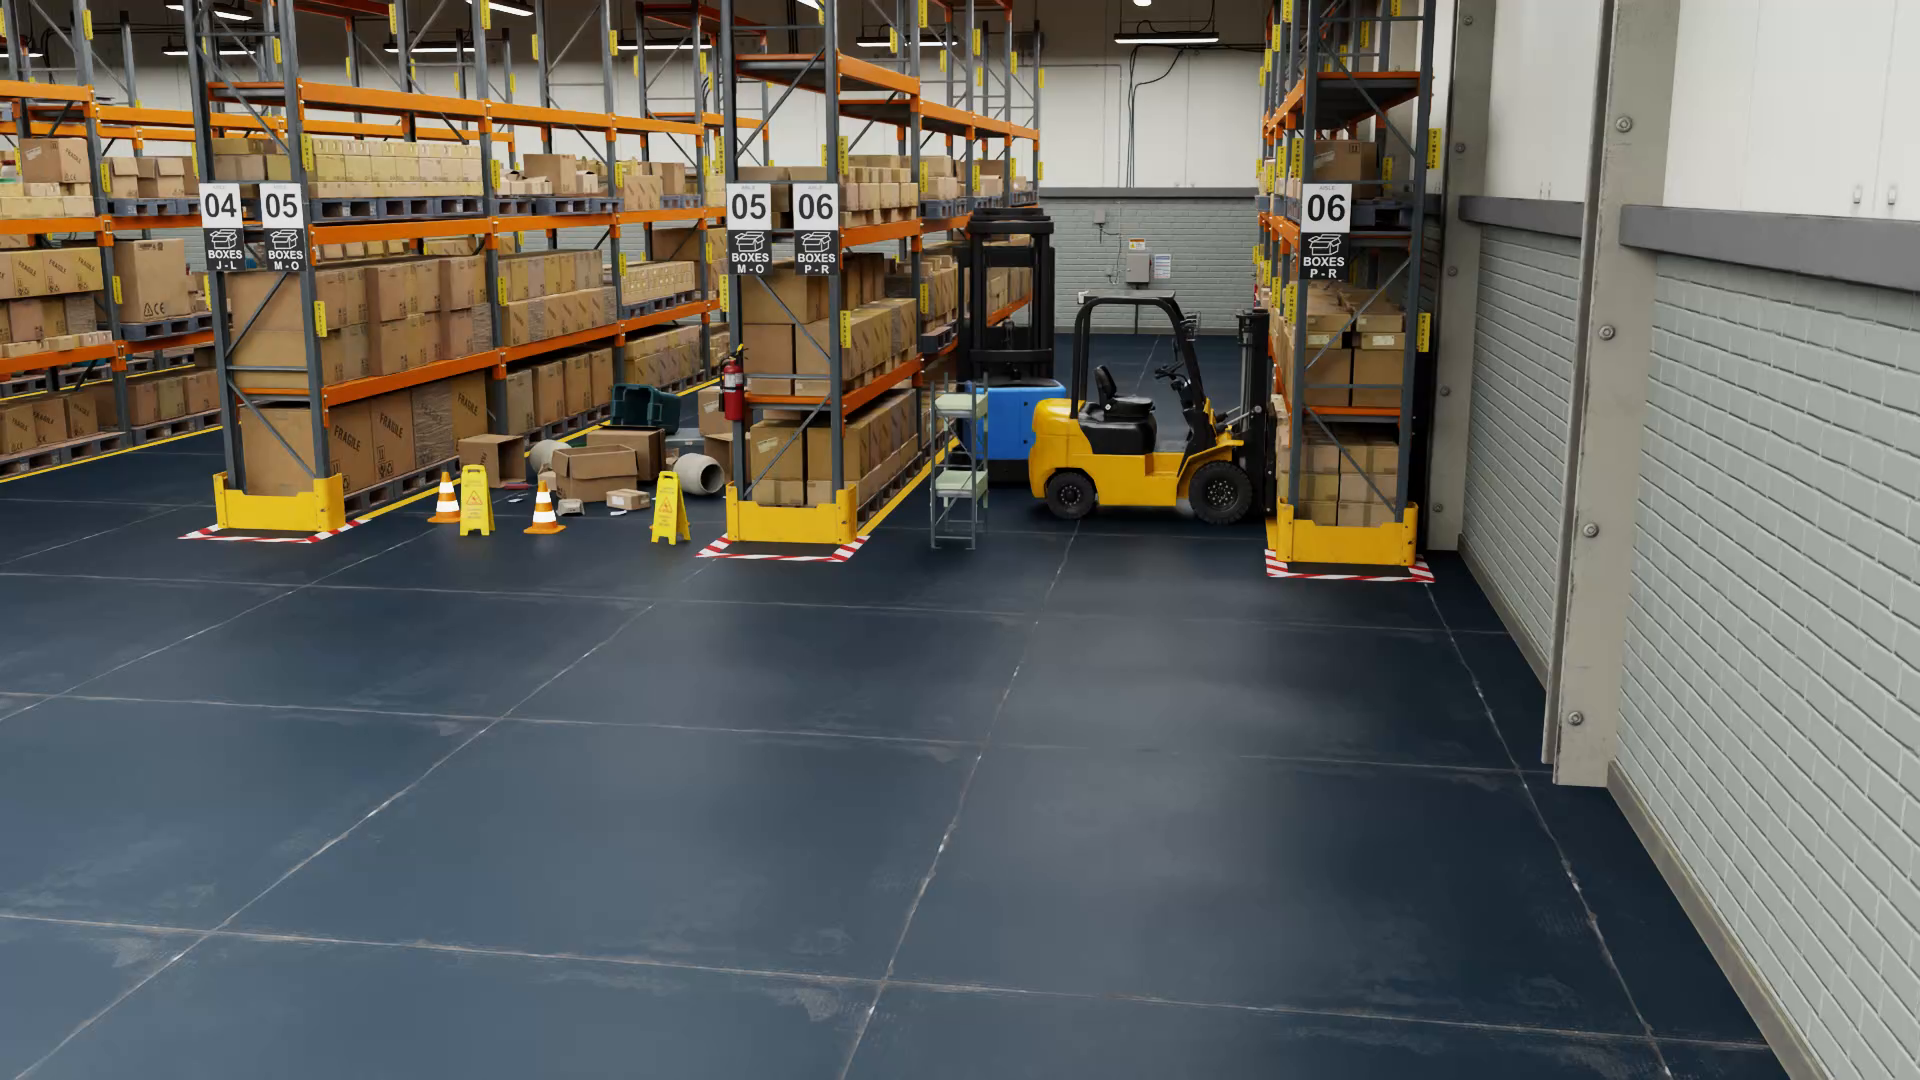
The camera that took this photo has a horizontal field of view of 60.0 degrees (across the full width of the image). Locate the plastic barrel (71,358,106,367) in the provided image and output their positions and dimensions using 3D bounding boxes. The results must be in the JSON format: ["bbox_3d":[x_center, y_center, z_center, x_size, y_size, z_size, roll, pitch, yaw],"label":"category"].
[{"bbox_3d":[-14.606,-3.363,27.717,0.600,0.901,0.708,2,12,9],"label":"plastic barrel"}]

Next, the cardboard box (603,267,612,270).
[{"bbox_3d":[-5.408,-4.028,25.006,0.380,0.149,0.250,2,12,11],"label":"cardboard box"}]

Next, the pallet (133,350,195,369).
[{"bbox_3d":[-14.321,-3.234,29.757,1.003,0.211,1.213,2,12,9],"label":"pallet"}]

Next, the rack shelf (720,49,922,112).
[{"bbox_3d":[-1.248,-4.459,16.297,1.077,0.370,4.000,2,12,9],"label":"rack shelf"}]

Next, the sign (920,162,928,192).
[{"bbox_3d":[-0.403,-3.999,18.340,0.100,0.325,0.005,2,12,9],"label":"sign"}]

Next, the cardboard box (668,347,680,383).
[{"bbox_3d":[-4.644,-2.709,25.635,0.500,0.500,0.500,2,12,7],"label":"cardboard box"}]

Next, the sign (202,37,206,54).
[{"bbox_3d":[-10.666,-6.934,23.471,0.100,0.325,0.005,2,12,9],"label":"sign"}]

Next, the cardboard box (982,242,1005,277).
[{"bbox_3d":[0.397,-4.290,25.426,0.500,0.500,0.500,2,12,10],"label":"cardboard box"}]

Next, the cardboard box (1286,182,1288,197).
[{"bbox_3d":[3.596,-3.650,17.310,0.380,0.149,0.250,2,12,10],"label":"cardboard box"}]

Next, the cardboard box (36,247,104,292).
[{"bbox_3d":[-10.530,-3.198,19.651,0.500,0.500,0.500,2,12,9],"label":"cardboard box"}]

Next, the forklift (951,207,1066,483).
[{"bbox_3d":[0.490,-2.309,19.008,1.130,2.935,3.031,-1,12,-5],"label":"forklift"}]

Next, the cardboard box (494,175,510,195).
[{"bbox_3d":[-5.508,-4.208,19.620,0.258,0.266,0.396,2,12,8],"label":"cardboard box"}]

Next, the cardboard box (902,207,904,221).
[{"bbox_3d":[-0.813,-3.514,17.914,0.380,0.149,0.250,2,12,9],"label":"cardboard box"}]

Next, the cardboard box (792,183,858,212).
[{"bbox_3d":[-1.215,-3.098,15.035,0.500,0.250,0.500,2,12,8],"label":"cardboard box"}]

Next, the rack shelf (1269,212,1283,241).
[{"bbox_3d":[4.272,-3.667,19.734,1.077,0.370,4.000,2,12,9],"label":"rack shelf"}]

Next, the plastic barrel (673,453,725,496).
[{"bbox_3d":[-2.734,-0.683,17.415,0.421,0.421,0.512,-10,16,-40],"label":"plastic barrel"}]

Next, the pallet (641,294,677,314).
[{"bbox_3d":[-4.968,-3.588,25.234,1.003,0.211,1.213,2,12,9],"label":"pallet"}]

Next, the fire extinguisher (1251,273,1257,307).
[{"bbox_3d":[5.376,-4.460,29.892,0.296,0.674,0.183,2,12,9],"label":"fire extinguisher"}]

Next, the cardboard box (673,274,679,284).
[{"bbox_3d":[-4.601,-4.076,25.937,0.380,0.149,0.250,1,12,7],"label":"cardboard box"}]

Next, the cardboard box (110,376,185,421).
[{"bbox_3d":[-10.525,-1.836,21.539,0.700,0.500,0.500,2,12,8],"label":"cardboard box"}]

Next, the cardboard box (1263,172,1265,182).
[{"bbox_3d":[4.651,-5.333,24.412,0.380,0.149,0.250,2,12,8],"label":"cardboard box"}]

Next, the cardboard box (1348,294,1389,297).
[{"bbox_3d":[4.131,-2.411,16.833,0.380,0.149,0.250,2,12,8],"label":"cardboard box"}]

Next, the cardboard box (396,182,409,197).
[{"bbox_3d":[-5.860,-3.577,16.971,0.380,0.149,0.250,2,12,9],"label":"cardboard box"}]

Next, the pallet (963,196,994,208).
[{"bbox_3d":[-0.110,-4.872,24.063,1.003,0.211,1.213,2,12,11],"label":"pallet"}]

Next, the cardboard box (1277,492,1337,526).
[{"bbox_3d":[3.110,-0.273,14.925,0.500,0.250,0.500,2,12,9],"label":"cardboard box"}]

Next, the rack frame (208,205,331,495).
[{"bbox_3d":[-6.462,-1.603,15.568,1.000,3.000,0.127,2,12,9],"label":"rack frame"}]

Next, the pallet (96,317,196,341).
[{"bbox_3d":[-10.471,-2.678,21.011,1.003,0.211,1.213,2,12,9],"label":"pallet"}]

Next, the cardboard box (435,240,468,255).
[{"bbox_3d":[-9.017,-5.023,29.310,0.500,0.500,0.500,1,12,7],"label":"cardboard box"}]

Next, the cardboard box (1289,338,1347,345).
[{"bbox_3d":[3.255,-1.571,15.182,0.500,0.500,0.500,2,12,10],"label":"cardboard box"}]

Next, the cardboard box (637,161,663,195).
[{"bbox_3d":[-4.984,-5.506,25.315,0.797,0.503,0.637,2,12,8],"label":"cardboard box"}]

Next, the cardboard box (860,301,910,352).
[{"bbox_3d":[-0.835,-2.283,17.778,0.500,0.500,0.500,2,12,11],"label":"cardboard box"}]

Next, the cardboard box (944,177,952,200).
[{"bbox_3d":[-0.377,-4.109,19.435,0.500,0.250,0.500,2,12,8],"label":"cardboard box"}]

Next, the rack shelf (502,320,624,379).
[{"bbox_3d":[-5.539,-2.500,21.439,1.077,0.370,4.000,2,12,9],"label":"rack shelf"}]

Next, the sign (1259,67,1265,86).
[{"bbox_3d":[5.274,-8.080,28.976,0.100,0.325,0.005,2,12,9],"label":"sign"}]

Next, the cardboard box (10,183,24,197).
[{"bbox_3d":[-10.711,-3.911,18.567,0.380,0.149,0.250,2,12,11],"label":"cardboard box"}]

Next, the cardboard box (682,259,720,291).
[{"bbox_3d":[-4.292,-4.390,27.557,0.500,0.500,0.500,2,12,8],"label":"cardboard box"}]

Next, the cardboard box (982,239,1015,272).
[{"bbox_3d":[0.603,-4.590,26.820,0.500,0.500,0.500,2,12,9],"label":"cardboard box"}]

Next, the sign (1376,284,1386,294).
[{"bbox_3d":[4.513,-2.580,17.861,0.100,0.325,0.005,2,12,9],"label":"sign"}]

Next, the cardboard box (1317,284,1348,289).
[{"bbox_3d":[4.700,-3.151,20.972,0.380,0.149,0.250,2,12,9],"label":"cardboard box"}]

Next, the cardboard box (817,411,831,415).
[{"bbox_3d":[-1.529,-1.080,16.892,0.500,0.500,0.500,2,12,7],"label":"cardboard box"}]

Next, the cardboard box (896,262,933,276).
[{"bbox_3d":[-0.519,-3.099,19.032,0.380,0.149,0.250,2,12,8],"label":"cardboard box"}]

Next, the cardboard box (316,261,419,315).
[{"bbox_3d":[-6.200,-2.624,17.388,0.875,0.550,0.500,2,12,9],"label":"cardboard box"}]

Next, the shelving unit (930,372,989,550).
[{"bbox_3d":[-0.001,-0.732,15.086,0.431,1.500,0.755,2,12,9],"label":"shelving unit"}]

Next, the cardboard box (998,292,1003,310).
[{"bbox_3d":[0.391,-3.681,25.565,0.500,0.250,0.500,2,12,8],"label":"cardboard box"}]

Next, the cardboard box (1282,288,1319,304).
[{"bbox_3d":[3.623,-2.591,17.669,0.380,0.149,0.250,2,12,10],"label":"cardboard box"}]

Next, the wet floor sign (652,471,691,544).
[{"bbox_3d":[-2.642,-0.308,15.146,0.267,0.644,0.232,7,14,28],"label":"wet floor sign"}]

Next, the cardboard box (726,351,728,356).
[{"bbox_3d":[-4.219,-3.198,28.741,0.380,0.149,0.250,1,12,6],"label":"cardboard box"}]

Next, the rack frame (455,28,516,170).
[{"bbox_3d":[-8.887,-8.048,31.234,1.000,3.000,0.127,2,12,9],"label":"rack frame"}]

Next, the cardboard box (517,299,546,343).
[{"bbox_3d":[-5.423,-2.690,20.376,0.500,0.500,0.500,2,12,9],"label":"cardboard box"}]

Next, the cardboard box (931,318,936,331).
[{"bbox_3d":[-0.496,-2.535,19.493,0.380,0.149,0.250,2,12,10],"label":"cardboard box"}]

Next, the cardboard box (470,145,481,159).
[{"bbox_3d":[-5.588,-4.337,18.602,0.380,0.149,0.250,2,12,8],"label":"cardboard box"}]

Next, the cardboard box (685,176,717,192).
[{"bbox_3d":[-4.306,-5.831,27.235,0.500,0.250,0.500,2,12,11],"label":"cardboard box"}]

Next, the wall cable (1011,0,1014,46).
[{"bbox_3d":[-0.028,-11.902,34.879,2.355,3.000,0.029,2,12,9],"label":"wall cable"}]

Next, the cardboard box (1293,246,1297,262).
[{"bbox_3d":[5.687,-4.542,27.073,0.500,0.500,0.500,2,12,7],"label":"cardboard box"}]

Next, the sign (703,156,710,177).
[{"bbox_3d":[-4.068,-5.995,26.667,0.100,0.325,0.005,2,12,9],"label":"sign"}]

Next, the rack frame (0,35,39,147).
[{"bbox_3d":[-18.675,-8.370,32.727,1.000,3.000,0.127,2,12,9],"label":"rack frame"}]
